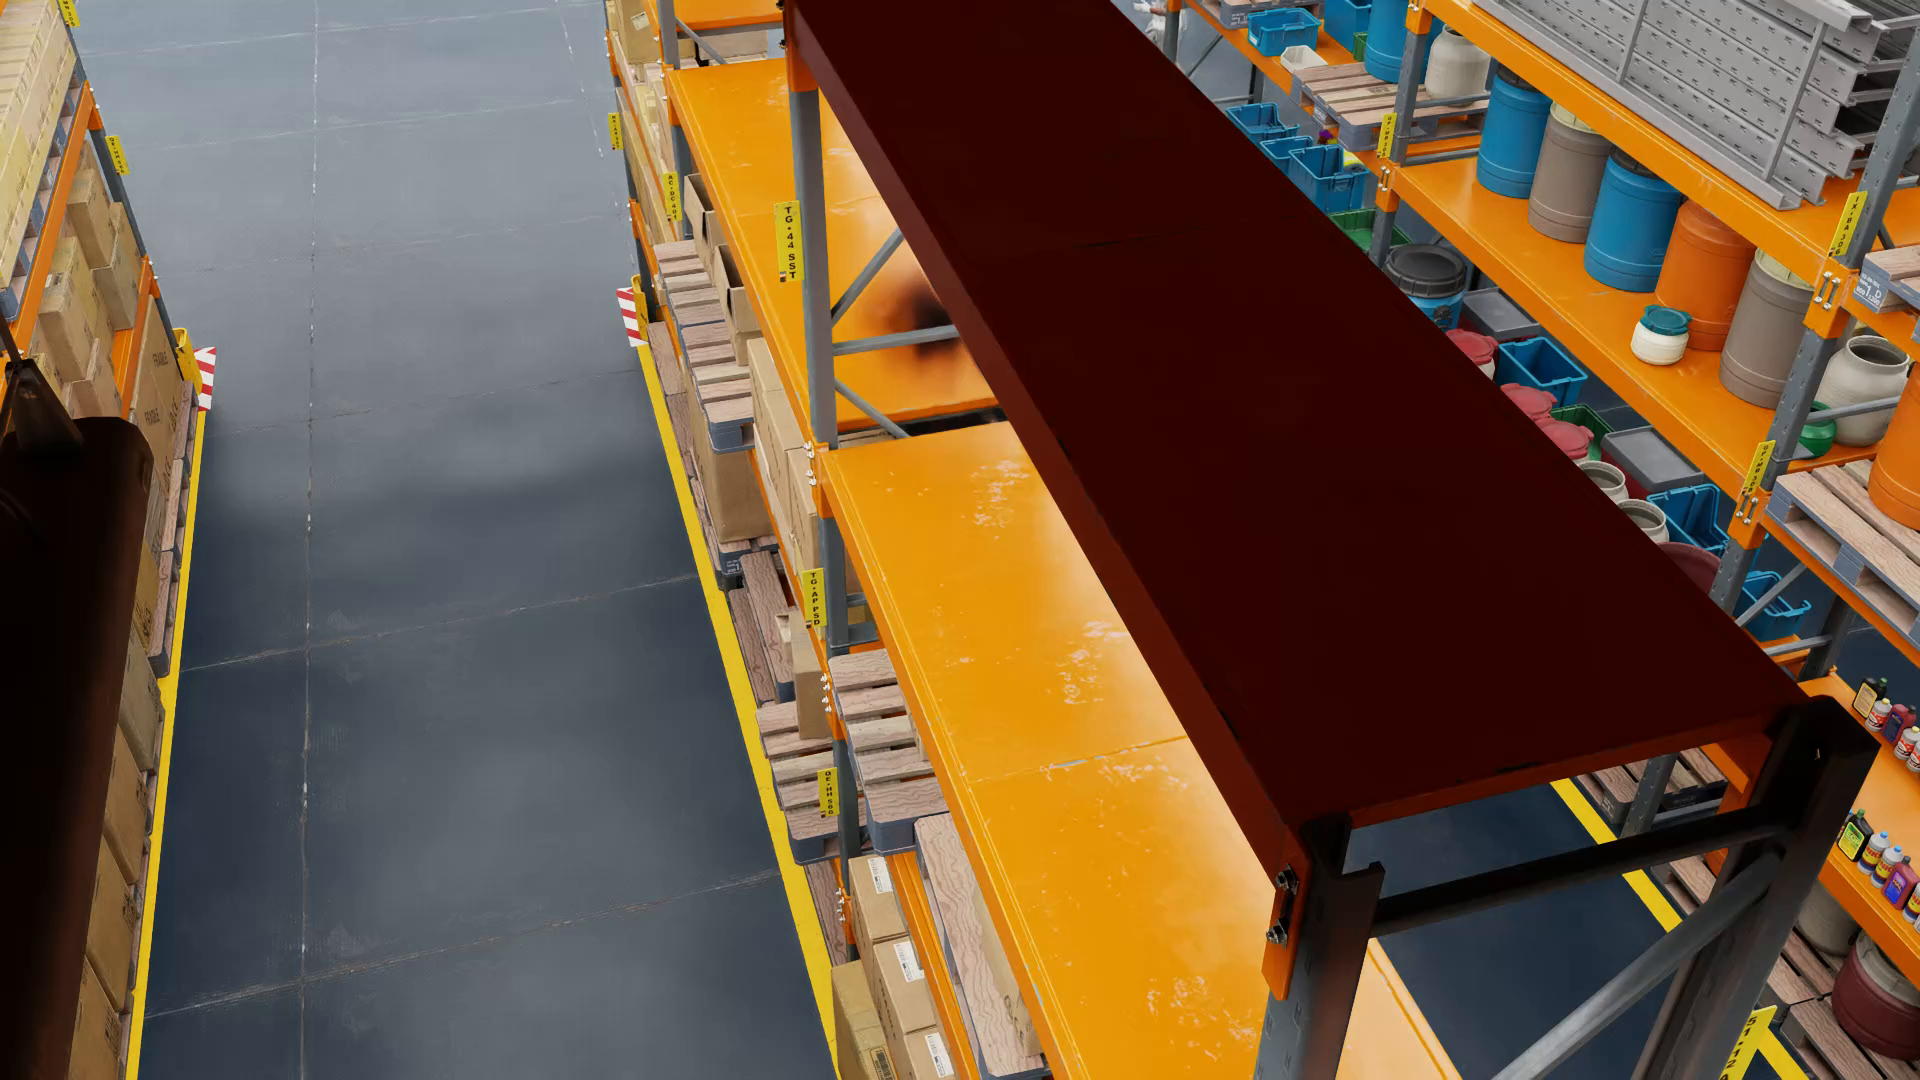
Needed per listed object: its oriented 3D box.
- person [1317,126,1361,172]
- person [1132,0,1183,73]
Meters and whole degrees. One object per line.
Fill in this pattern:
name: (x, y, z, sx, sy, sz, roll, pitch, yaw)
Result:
person: (3.709, -3.687, 16.049, 0.731, 1.747, 0.970, -18, 42, -21)
person: (2.288, -5.778, 18.701, 0.729, 1.807, 0.655, 4, 39, 5)
